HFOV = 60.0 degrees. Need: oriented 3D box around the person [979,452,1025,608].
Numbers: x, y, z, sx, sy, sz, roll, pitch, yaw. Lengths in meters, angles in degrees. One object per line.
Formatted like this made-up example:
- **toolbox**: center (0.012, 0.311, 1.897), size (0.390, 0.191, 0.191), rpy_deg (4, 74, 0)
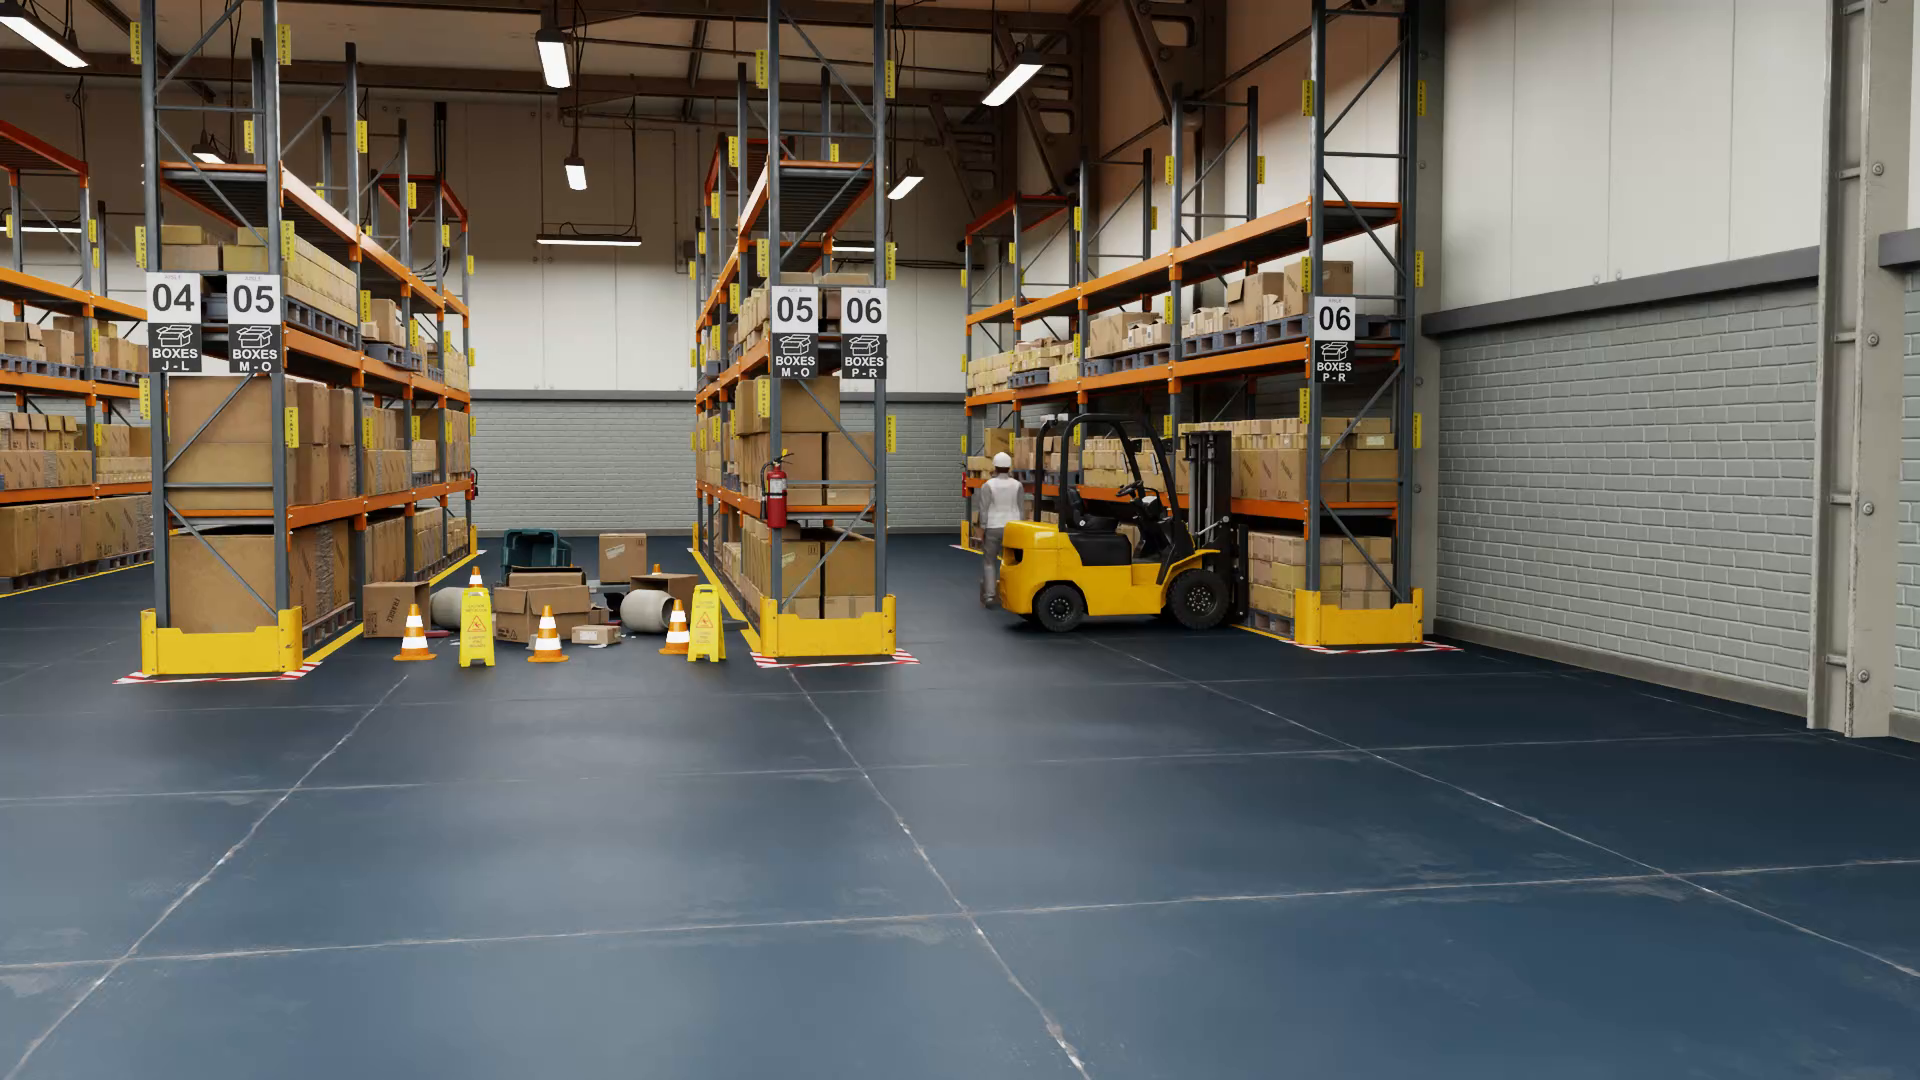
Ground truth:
- **person**: center (0.477, -0.081, 19.182), size (0.556, 1.858, 0.484), rpy_deg (-1, 3, -11)
